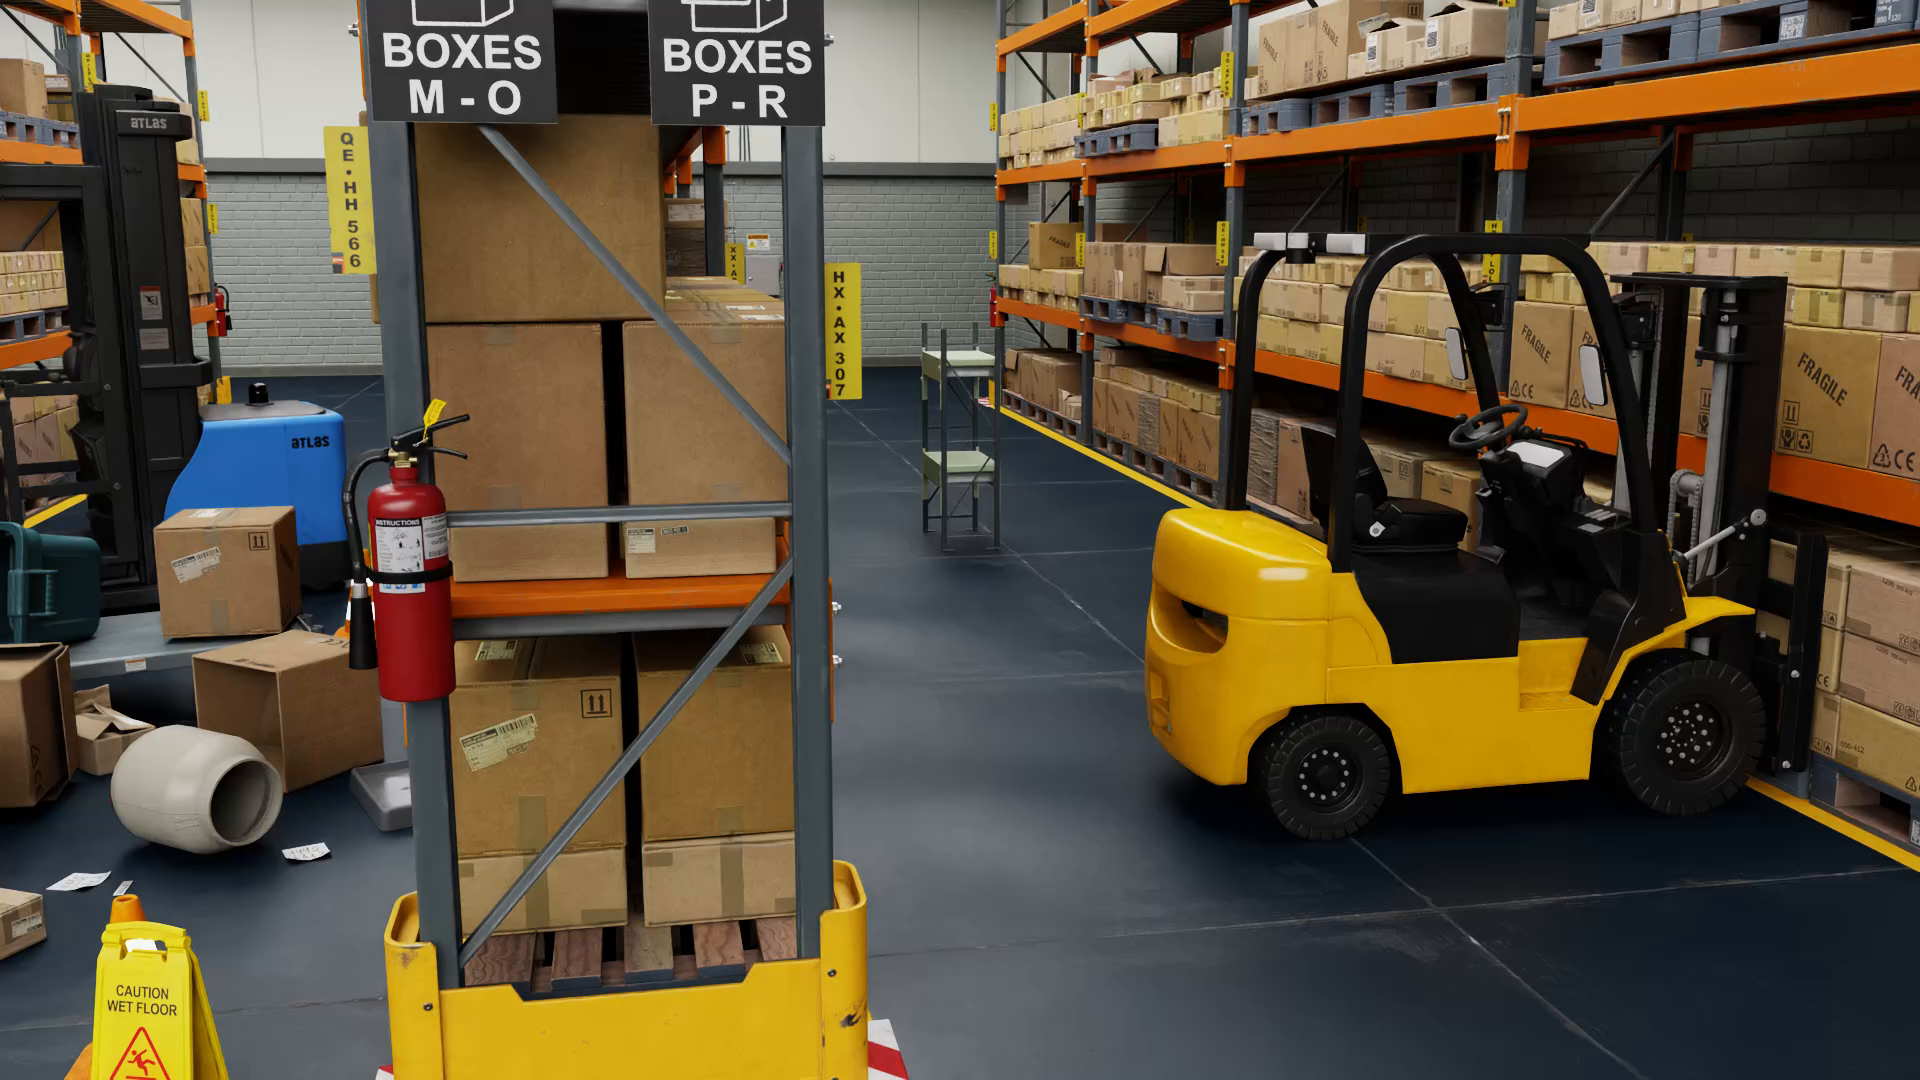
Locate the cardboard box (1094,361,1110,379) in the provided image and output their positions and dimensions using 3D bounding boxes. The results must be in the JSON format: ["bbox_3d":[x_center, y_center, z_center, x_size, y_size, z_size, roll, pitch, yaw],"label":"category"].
[{"bbox_3d":[1.524,-1.658,16.214,0.380,0.149,0.250,-2,11,-8],"label":"cardboard box"}]

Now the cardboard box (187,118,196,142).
[{"bbox_3d":[-8.427,-4.361,17.627,0.500,0.250,0.500,-2,11,-13],"label":"cardboard box"}]

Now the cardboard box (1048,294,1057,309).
[{"bbox_3d":[1.158,-2.551,17.750,0.380,0.149,0.250,-2,11,-12],"label":"cardboard box"}]

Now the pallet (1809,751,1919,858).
[{"bbox_3d":[3.859,0.995,5.903,1.003,0.211,1.213,-2,11,-11],"label":"pallet"}]

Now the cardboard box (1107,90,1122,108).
[{"bbox_3d":[1.549,-3.977,15.032,0.380,0.149,0.250,-2,11,-12],"label":"cardboard box"}]

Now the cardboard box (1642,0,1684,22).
[{"bbox_3d":[3.210,-2.341,7.231,0.380,0.149,0.250,-2,11,-9],"label":"cardboard box"}]

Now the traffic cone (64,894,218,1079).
[{"bbox_3d":[-2.168,1.160,4.366,0.336,0.463,0.334,-2,11,-11],"label":"traffic cone"}]

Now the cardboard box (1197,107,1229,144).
[{"bbox_3d":[2.155,-3.188,12.804,0.500,0.250,0.500,-2,11,-13],"label":"cardboard box"}]

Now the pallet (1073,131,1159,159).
[{"bbox_3d":[1.773,-3.696,15.572,1.213,0.211,1.003,-2,11,-11],"label":"pallet"}]

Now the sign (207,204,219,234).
[{"bbox_3d":[-8.218,-3.531,18.285,0.100,0.325,0.005,-2,11,-11],"label":"sign"}]

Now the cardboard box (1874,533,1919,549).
[{"bbox_3d":[3.954,0.139,6.502,0.500,0.250,0.500,-2,11,-11],"label":"cardboard box"}]

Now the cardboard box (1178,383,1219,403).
[{"bbox_3d":[2.051,-1.230,13.966,0.380,0.149,0.250,-2,11,-9],"label":"cardboard box"}]

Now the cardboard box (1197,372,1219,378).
[{"bbox_3d":[2.363,-1.441,15.072,0.380,0.149,0.250,-2,11,-10],"label":"cardboard box"}]

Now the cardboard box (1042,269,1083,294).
[{"bbox_3d":[1.181,-2.777,17.870,0.500,0.250,0.500,-2,11,-11],"label":"cardboard box"}]

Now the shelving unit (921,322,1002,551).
[{"bbox_3d":[0.001,-0.736,11.550,0.431,1.500,0.755,-2,11,-11],"label":"shelving unit"}]

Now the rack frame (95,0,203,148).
[{"bbox_3d":[-8.767,-5.738,17.775,1.000,3.000,0.127,-2,11,-11],"label":"rack frame"}]

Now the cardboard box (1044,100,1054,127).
[{"bbox_3d":[1.183,-4.498,17.553,0.500,0.250,0.500,-2,11,-10],"label":"cardboard box"}]

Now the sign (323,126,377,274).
[{"bbox_3d":[-1.367,-0.762,3.737,0.100,0.325,0.005,-2,11,-11],"label":"sign"}]

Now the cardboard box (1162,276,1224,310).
[{"bbox_3d":[1.971,-2.017,13.552,0.500,0.250,0.500,-3,11,-14],"label":"cardboard box"}]

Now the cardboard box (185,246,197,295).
[{"bbox_3d":[-8.332,-2.818,17.417,0.500,0.500,0.500,-2,11,-12],"label":"cardboard box"}]

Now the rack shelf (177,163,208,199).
[{"bbox_3d":[-8.378,-3.544,16.195,1.077,0.370,4.000,-2,11,-11],"label":"rack shelf"}]

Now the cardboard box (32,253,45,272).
[{"bbox_3d":[-7.566,-2.221,13.299,0.380,0.149,0.250,-2,11,-11],"label":"cardboard box"}]

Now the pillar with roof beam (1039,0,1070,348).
[{"bbox_3d":[-2.926,-6.488,21.718,9.100,9.000,0.400,-2,11,-11],"label":"pillar with roof beam"}]

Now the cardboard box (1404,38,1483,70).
[{"bbox_3d":[2.759,-2.766,9.464,0.380,0.149,0.250,-2,11,-11],"label":"cardboard box"}]

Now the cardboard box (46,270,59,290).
[{"bbox_3d":[-7.620,-2.126,13.599,0.380,0.149,0.250,-2,11,-9],"label":"cardboard box"}]

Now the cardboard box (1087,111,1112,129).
[{"bbox_3d":[1.400,-3.924,15.551,0.380,0.149,0.250,-2,11,-10],"label":"cardboard box"}]

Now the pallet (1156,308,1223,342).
[{"bbox_3d":[2.293,-1.731,13.280,1.213,0.211,1.003,-2,11,-11],"label":"pallet"}]

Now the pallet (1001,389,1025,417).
[{"bbox_3d":[1.108,-1.640,19.750,1.003,0.211,1.213,-2,11,-11],"label":"pallet"}]

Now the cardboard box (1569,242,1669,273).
[{"bbox_3d":[3.199,-1.370,8.074,0.380,0.149,0.250,-2,11,-10],"label":"cardboard box"}]

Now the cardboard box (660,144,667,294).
[{"bbox_3d":[-1.384,-1.106,5.749,0.700,0.500,0.500,-2,11,-11],"label":"cardboard box"}]

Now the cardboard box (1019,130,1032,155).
[{"bbox_3d":[0.962,-4.438,18.575,0.500,0.250,0.500,-2,11,-13],"label":"cardboard box"}]

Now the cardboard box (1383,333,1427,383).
[{"bbox_3d":[2.813,-1.071,9.701,0.500,0.250,0.500,-2,11,-11],"label":"cardboard box"}]

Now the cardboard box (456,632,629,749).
[{"bbox_3d":[-1.335,0.488,5.333,0.500,0.500,0.500,-2,11,-9],"label":"cardboard box"}]

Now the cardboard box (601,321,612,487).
[{"bbox_3d":[-1.288,-0.431,4.878,0.500,0.500,0.500,-2,11,-11],"label":"cardboard box"}]

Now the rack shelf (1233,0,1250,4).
[{"bbox_3d":[2.882,-3.733,10.239,1.077,0.370,4.000,-2,11,-11],"label":"rack shelf"}]

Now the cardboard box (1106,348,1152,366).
[{"bbox_3d":[1.622,-1.758,15.945,0.380,0.149,0.250,-3,11,-14],"label":"cardboard box"}]

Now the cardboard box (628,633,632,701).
[{"bbox_3d":[-1.632,0.572,6.901,0.500,0.250,0.500,-1,11,-8],"label":"cardboard box"}]

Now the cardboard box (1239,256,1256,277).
[{"bbox_3d":[2.266,-2.002,12.189,0.380,0.149,0.250,-2,11,-9],"label":"cardboard box"}]

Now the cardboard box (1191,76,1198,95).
[{"bbox_3d":[2.079,-3.644,13.339,0.380,0.149,0.250,-2,11,-12],"label":"cardboard box"}]

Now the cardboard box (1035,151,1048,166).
[{"bbox_3d":[1.027,-4.123,17.987,0.380,0.149,0.250,-2,11,-10],"label":"cardboard box"}]

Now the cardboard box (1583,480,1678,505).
[{"bbox_3d":[3.147,-0.122,7.871,0.500,0.250,0.500,-2,11,-11],"label":"cardboard box"}]

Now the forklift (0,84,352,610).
[{"bbox_3d":[-5.180,-1.057,9.413,3.031,2.935,1.130,-7,13,-34],"label":"forklift"}]

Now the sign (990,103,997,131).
[{"bbox_3d":[0.405,-5.053,19.865,0.100,0.325,0.005,-2,11,-11],"label":"sign"}]

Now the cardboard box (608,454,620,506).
[{"bbox_3d":[-1.280,-0.180,5.294,0.380,0.149,0.250,-2,11,-10],"label":"cardboard box"}]

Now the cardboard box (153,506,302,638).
[{"bbox_3d":[-3.337,0.138,7.610,0.500,0.500,0.500,-2,11,-11],"label":"cardboard box"}]

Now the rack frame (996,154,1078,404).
[{"bbox_3d":[0.937,-3.170,20.331,1.000,3.000,0.127,-2,11,-11],"label":"rack frame"}]

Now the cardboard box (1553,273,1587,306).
[{"bbox_3d":[3.127,-1.222,8.091,0.380,0.149,0.250,-2,11,-10],"label":"cardboard box"}]

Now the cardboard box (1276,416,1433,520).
[{"bbox_3d":[2.736,-0.508,11.573,0.875,0.625,0.625,-2,11,-9],"label":"cardboard box"}]

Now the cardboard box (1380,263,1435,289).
[{"bbox_3d":[2.752,-1.579,9.968,0.380,0.149,0.250,-2,11,-12],"label":"cardboard box"}]
